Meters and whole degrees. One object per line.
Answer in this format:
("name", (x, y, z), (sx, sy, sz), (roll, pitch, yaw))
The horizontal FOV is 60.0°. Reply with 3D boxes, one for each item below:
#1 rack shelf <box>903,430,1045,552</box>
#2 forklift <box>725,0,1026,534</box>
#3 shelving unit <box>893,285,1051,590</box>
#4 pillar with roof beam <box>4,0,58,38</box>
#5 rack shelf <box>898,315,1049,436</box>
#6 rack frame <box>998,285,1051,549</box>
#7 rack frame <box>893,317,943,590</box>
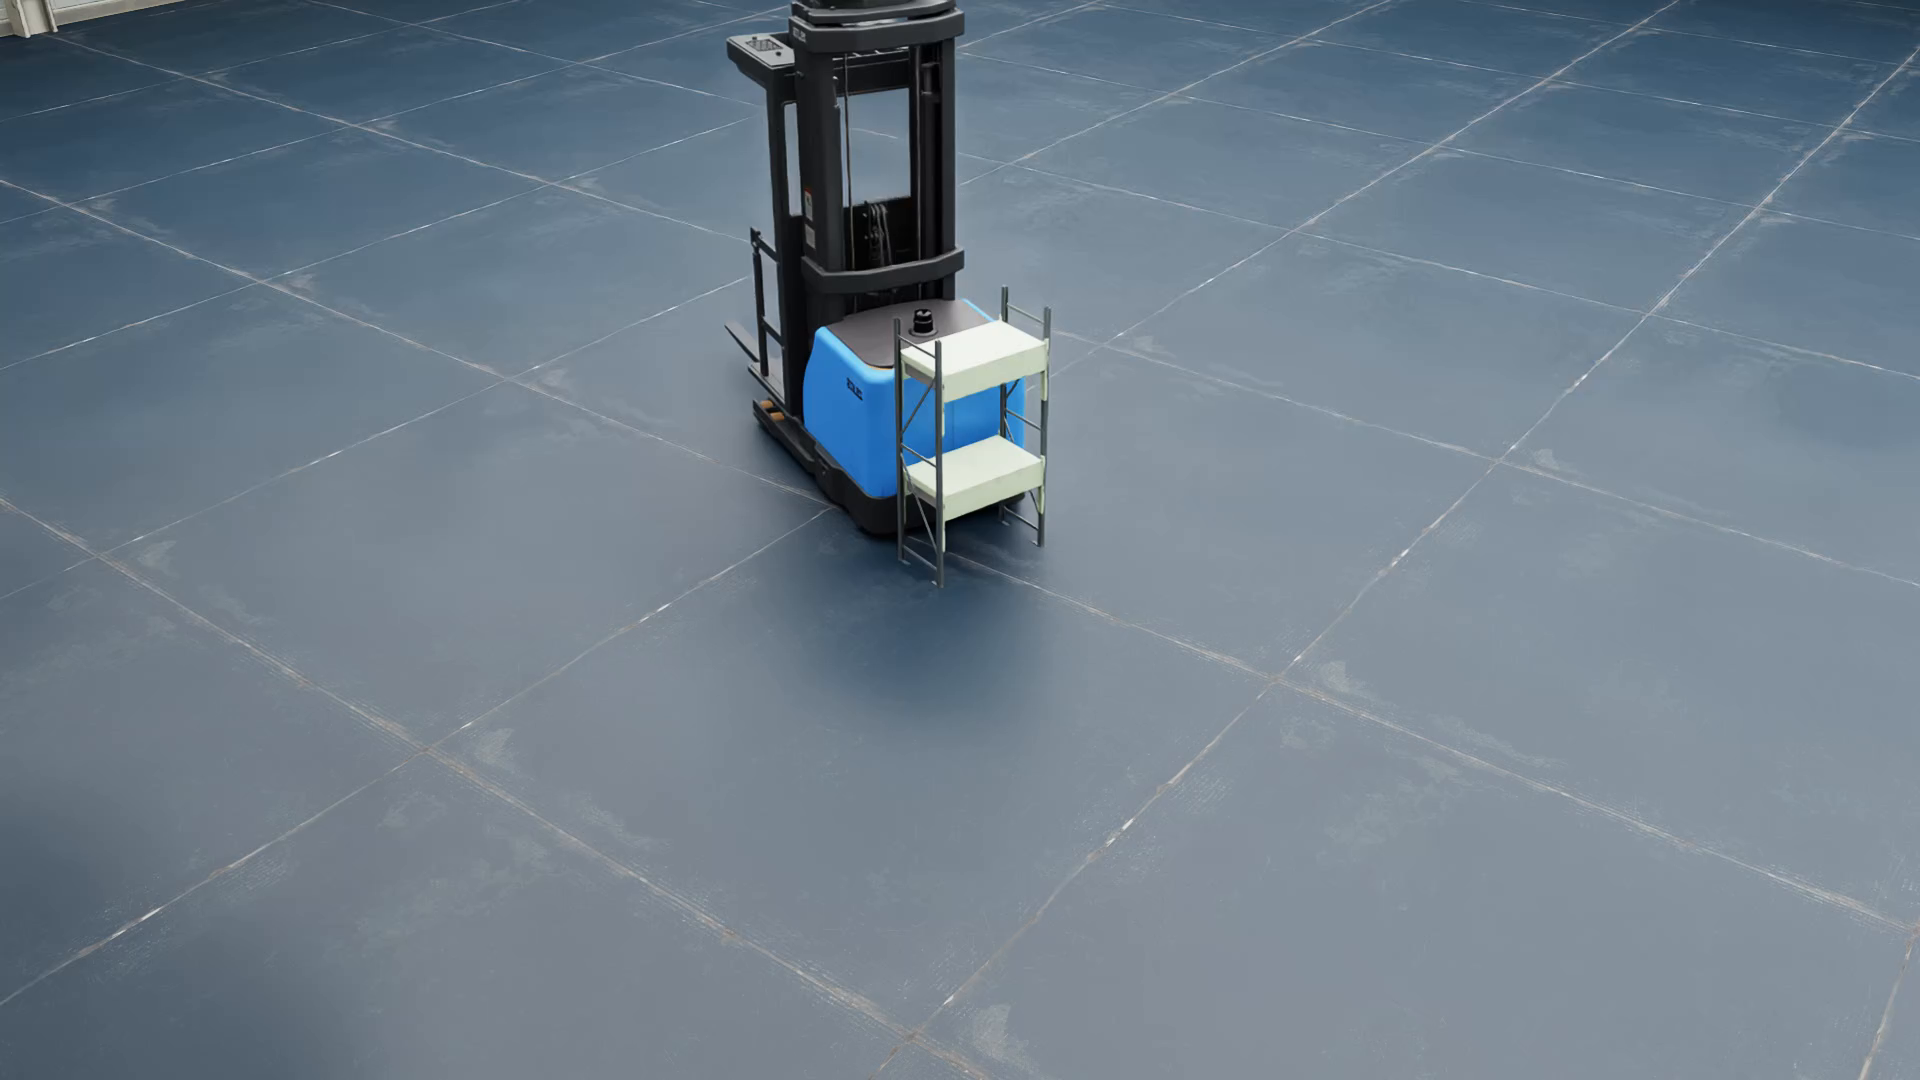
("rack shelf", (0.068, -0.285, 9.400), (0.720, 0.370, 0.431), (-21, 37, -31))
("forklift", (-0.714, -2.023, 10.288), (1.130, 2.935, 3.031), (-14, 34, -23))
("shelving unit", (0.068, -0.566, 9.233), (0.755, 1.500, 0.431), (-21, 37, -31))
("pillar with roof beam", (-7.742, -8.681, 15.572), (9.100, 9.000, 0.400), (21, 37, 31))
("rack shelf", (0.068, -0.901, 9.035), (0.720, 0.370, 0.431), (-21, 37, -31))
("rack frame", (0.359, -0.679, 9.424), (0.023, 1.500, 0.400), (-21, 37, -31))
("rack frame", (-0.223, -0.453, 9.042), (0.023, 1.500, 0.400), (-21, 37, -31))
